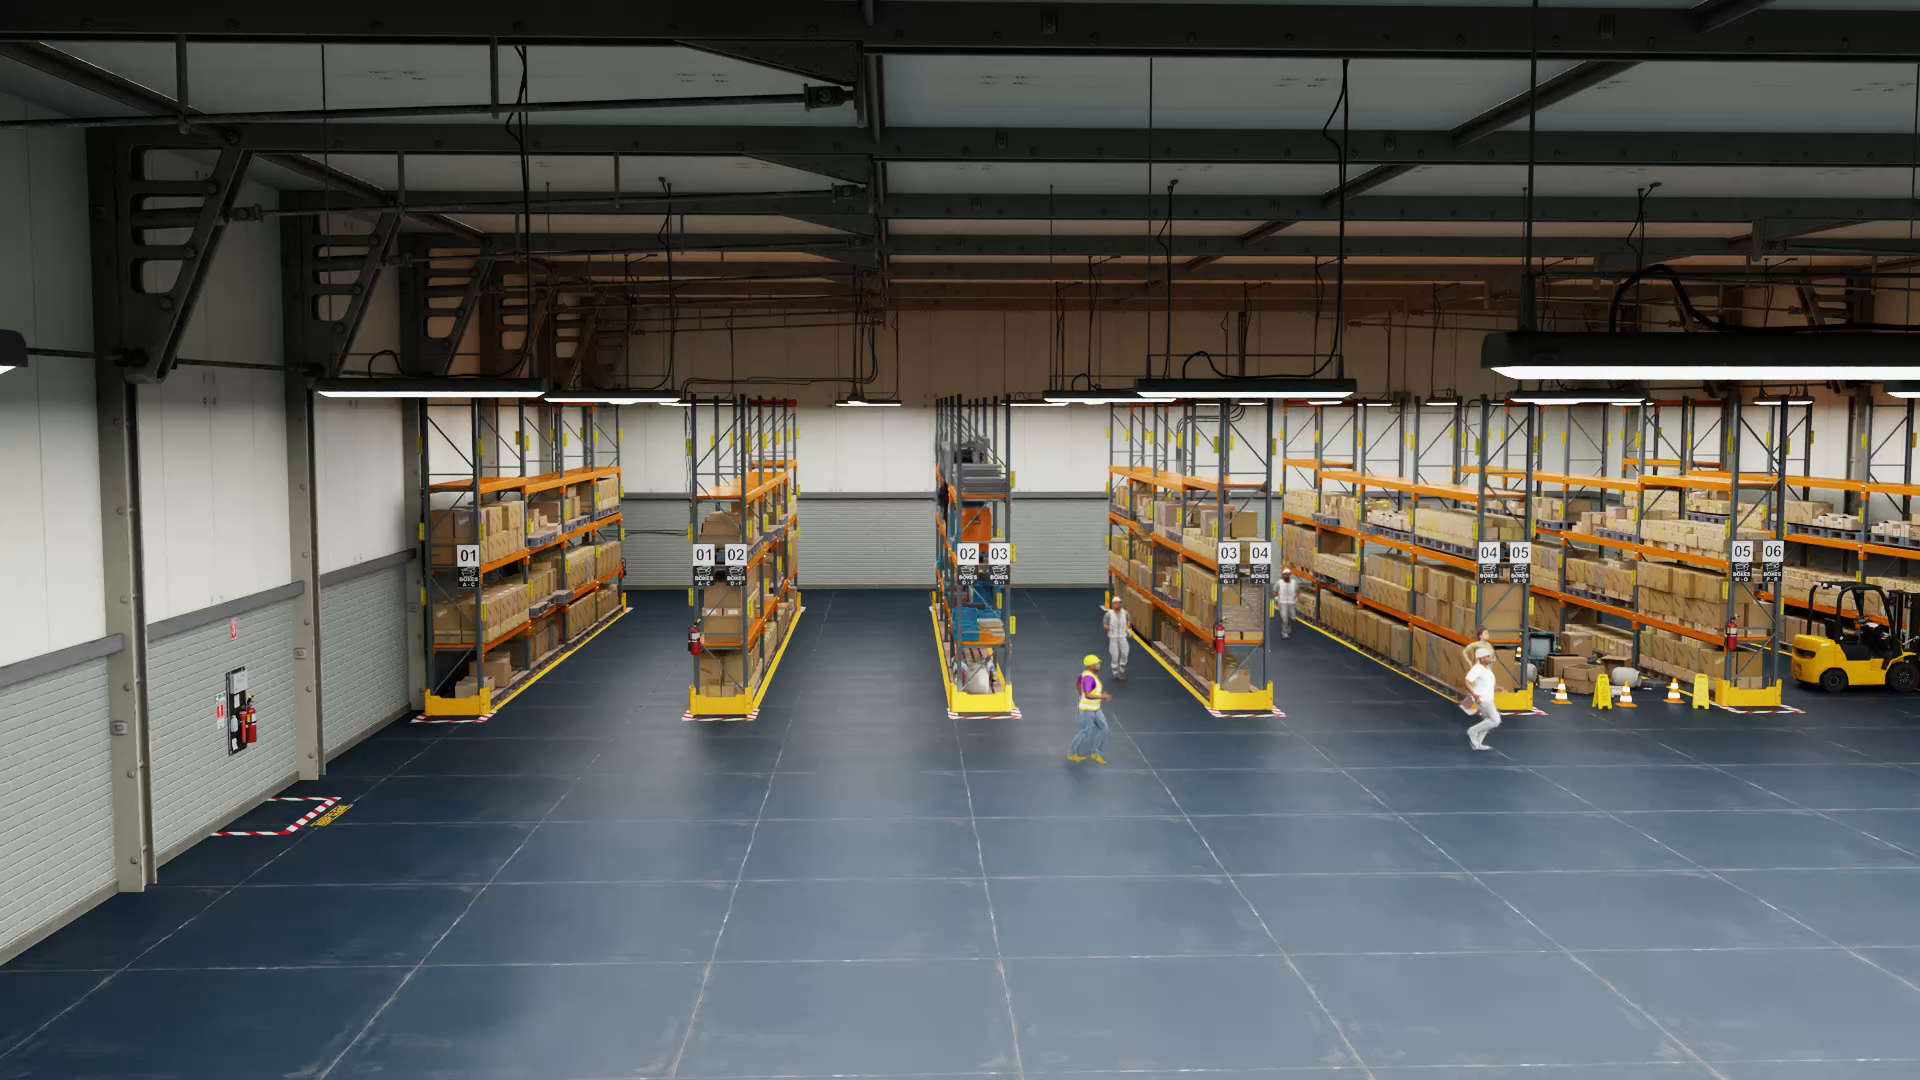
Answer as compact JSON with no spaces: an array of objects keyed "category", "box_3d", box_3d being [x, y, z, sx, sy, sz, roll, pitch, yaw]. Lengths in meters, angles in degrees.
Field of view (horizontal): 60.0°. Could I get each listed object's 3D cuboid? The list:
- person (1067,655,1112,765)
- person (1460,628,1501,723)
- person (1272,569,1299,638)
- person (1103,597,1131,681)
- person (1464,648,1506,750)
[{"category":"person","box_3d":[2.094,2.755,26.721,0.759,1.824,0.680,1,5,17]},{"category":"person","box_3d":[9.662,2.462,30.690,0.629,1.692,0.903,-4,6,-42]},{"category":"person","box_3d":[8.157,1.583,41.609,0.682,1.734,0.634,0,4,1]},{"category":"person","box_3d":[3.330,2.083,34.999,0.628,1.784,0.692,0,5,-3]},{"category":"person","box_3d":[8.808,2.672,27.836,0.581,1.725,0.705,3,5,31]}]
